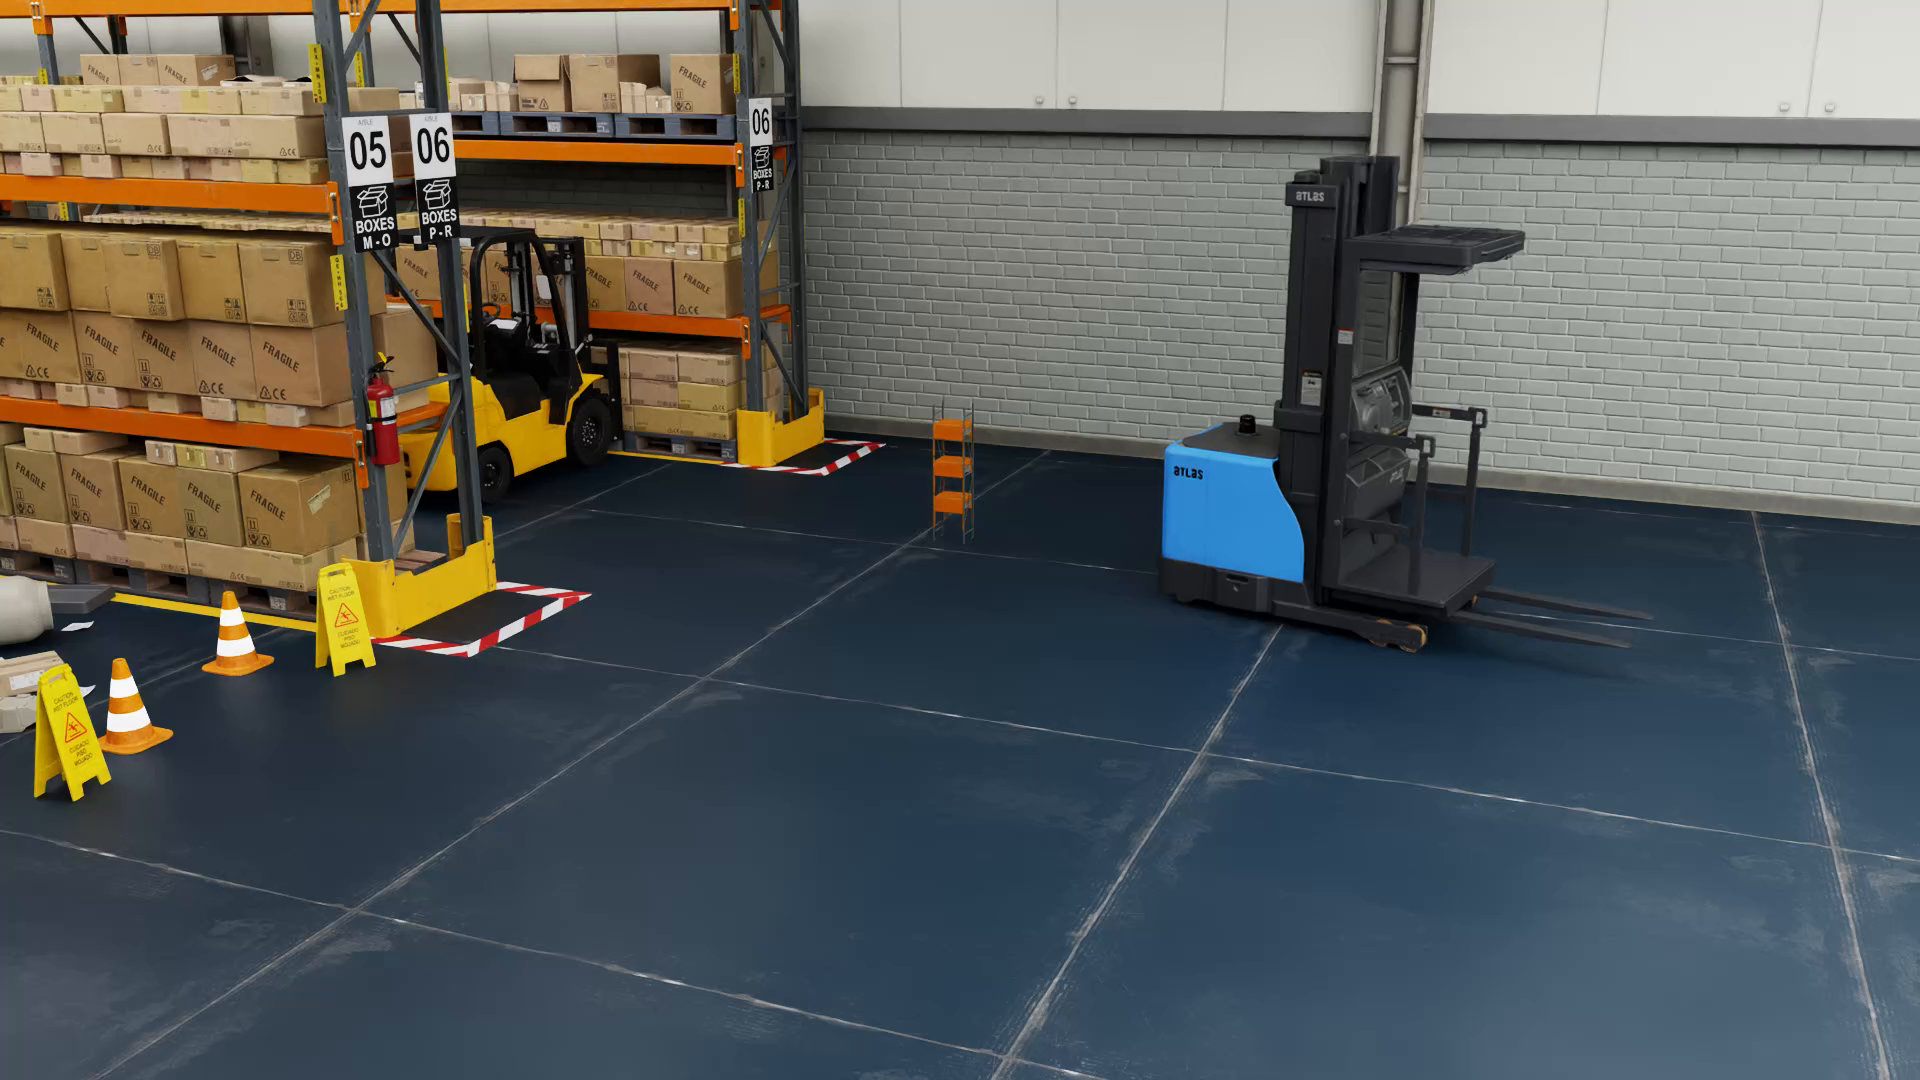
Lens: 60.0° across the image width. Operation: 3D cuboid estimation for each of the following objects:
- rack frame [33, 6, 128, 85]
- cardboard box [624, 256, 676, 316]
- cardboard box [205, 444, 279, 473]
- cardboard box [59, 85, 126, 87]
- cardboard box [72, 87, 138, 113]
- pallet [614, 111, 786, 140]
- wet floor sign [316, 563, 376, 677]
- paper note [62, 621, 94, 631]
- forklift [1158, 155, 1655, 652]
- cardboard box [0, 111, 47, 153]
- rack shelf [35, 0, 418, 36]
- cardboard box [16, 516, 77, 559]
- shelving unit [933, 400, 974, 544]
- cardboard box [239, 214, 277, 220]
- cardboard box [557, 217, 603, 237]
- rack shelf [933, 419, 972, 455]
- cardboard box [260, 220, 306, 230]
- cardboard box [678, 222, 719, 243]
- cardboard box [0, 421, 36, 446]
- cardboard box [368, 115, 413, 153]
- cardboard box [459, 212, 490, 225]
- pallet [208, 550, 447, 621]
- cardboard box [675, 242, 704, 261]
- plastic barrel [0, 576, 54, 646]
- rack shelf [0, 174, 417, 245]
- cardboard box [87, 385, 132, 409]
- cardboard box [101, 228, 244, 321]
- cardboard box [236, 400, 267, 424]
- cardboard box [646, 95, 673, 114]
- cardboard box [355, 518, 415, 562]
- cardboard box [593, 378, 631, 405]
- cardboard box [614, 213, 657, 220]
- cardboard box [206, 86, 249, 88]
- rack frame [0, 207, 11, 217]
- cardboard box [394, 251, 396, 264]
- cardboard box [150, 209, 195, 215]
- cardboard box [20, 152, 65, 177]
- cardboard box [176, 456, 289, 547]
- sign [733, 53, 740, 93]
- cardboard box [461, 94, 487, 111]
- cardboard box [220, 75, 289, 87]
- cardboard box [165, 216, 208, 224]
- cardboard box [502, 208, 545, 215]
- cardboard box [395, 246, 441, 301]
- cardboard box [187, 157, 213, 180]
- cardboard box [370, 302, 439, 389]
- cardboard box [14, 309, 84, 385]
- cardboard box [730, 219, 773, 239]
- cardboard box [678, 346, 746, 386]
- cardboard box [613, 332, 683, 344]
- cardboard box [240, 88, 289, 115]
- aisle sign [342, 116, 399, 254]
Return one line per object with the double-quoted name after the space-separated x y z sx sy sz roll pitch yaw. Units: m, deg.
-9.118 -5.961 17.065 0.127 3.000 1.000 6 17 21 "rack frame"
-2.709 -2.347 15.198 0.500 0.500 0.500 7 18 22 "cardboard box"
-4.701 -0.561 10.895 0.250 0.149 0.380 7 18 22 "cardboard box"
-5.865 -3.007 11.292 0.250 0.149 0.380 6 17 20 "cardboard box"
-5.355 -2.783 10.518 0.250 0.149 0.380 7 18 22 "cardboard box"
-2.324 -3.738 14.949 1.213 0.211 1.003 6 17 21 "pallet"
-3.709 0.454 9.952 0.232 0.644 0.267 14 21 40 "wet floor sign"
-5.687 0.551 10.720 0.148 0.019 0.142 0 16 1 "paper note"
2.846 -0.882 10.454 3.031 2.935 1.130 11 19 33 "forklift"
-5.961 -2.673 10.856 0.500 0.250 0.500 6 17 21 "cardboard box"
-7.257 -5.219 16.516 4.000 0.370 1.077 6 17 21 "rack shelf"
-6.264 -0.082 11.754 0.500 0.250 0.500 7 18 24 "cardboard box"
-0.050 -0.510 12.546 0.252 1.050 0.215 6 17 21 "shelving unit"
-7.306 -3.306 17.339 0.250 0.149 0.380 7 18 22 "cardboard box"
-3.515 -2.901 15.410 0.250 0.149 0.380 7 17 21 "cardboard box"
-0.050 -0.772 12.470 0.240 0.259 0.215 6 17 21 "rack shelf"
-6.765 -3.103 16.640 0.250 0.149 0.380 6 17 19 "cardboard box"
-2.327 -2.763 14.934 0.250 0.149 0.380 6 17 21 "cardboard box"
-6.671 -0.777 11.639 0.250 0.149 0.380 7 17 21 "cardboard box"
-3.864 -2.605 10.623 0.500 0.250 0.500 6 17 20 "cardboard box"
-4.692 -3.036 15.875 0.250 0.149 0.380 6 17 20 "cardboard box"
-4.307 0.266 11.380 1.213 0.211 1.003 6 17 21 "pallet"
-2.350 -2.602 14.913 0.250 0.149 0.380 7 17 22 "cardboard box"
-5.970 0.445 10.381 0.512 0.421 0.421 -9 18 -27 "plastic barrel"
-5.354 -2.273 11.034 4.000 0.370 1.077 6 17 21 "rack shelf"
-5.608 -0.995 11.171 0.250 0.149 0.380 6 17 20 "cardboard box"
-5.029 -1.719 10.710 0.500 0.500 0.700 6 17 20 "cardboard box"
-4.427 -0.865 10.722 0.250 0.149 0.380 6 17 20 "cardboard box"
-2.558 -3.837 14.647 0.250 0.149 0.380 6 17 19 "cardboard box"
-4.142 -0.009 11.503 0.500 0.250 0.500 6 17 20 "cardboard box"
-3.194 -1.453 15.579 0.500 0.250 0.500 6 17 19 "cardboard box"
-3.079 -3.014 15.800 0.250 0.149 0.380 6 17 19 "cardboard box"
-4.671 -2.874 10.834 0.250 0.149 0.380 6 17 20 "cardboard box"
-7.215 -1.383 12.056 0.127 3.000 1.000 6 17 21 "rack frame"
-5.775 -2.957 16.851 0.500 0.250 0.500 6 17 20 "cardboard box"
-8.456 -3.461 17.871 0.250 0.149 0.380 7 18 22 "cardboard box"
-5.847 -2.452 10.811 0.250 0.149 0.380 6 17 20 "cardboard box"
-4.821 -0.282 11.097 0.500 0.500 0.500 7 18 23 "cardboard box"
-1.888 -3.950 14.072 0.005 0.325 0.100 6 17 21 "sign"
-4.376 -4.037 15.336 0.250 0.149 0.380 7 18 22 "cardboard box"
-6.874 -4.407 16.322 0.500 0.311 0.500 6 17 19 "cardboard box"
-7.940 -3.242 17.118 0.250 0.149 0.380 6 17 21 "cardboard box"
-4.264 -3.149 16.265 0.250 0.149 0.380 6 17 20 "cardboard box"
-5.080 -2.605 16.088 0.500 0.500 0.500 6 17 19 "cardboard box"
-4.617 -2.354 10.471 0.250 0.149 0.380 6 17 21 "cardboard box"
-3.832 -1.285 11.006 0.500 0.500 0.500 6 17 20 "cardboard box"
-5.970 -1.356 11.252 0.500 0.500 0.500 6 17 20 "cardboard box"
-1.910 -2.853 15.246 0.250 0.149 0.380 6 17 20 "cardboard box"
-2.219 -1.589 15.152 0.500 0.250 0.500 7 18 22 "cardboard box"
-2.981 -1.825 15.965 0.500 0.250 0.500 6 17 20 "cardboard box"
-4.142 -2.671 10.133 0.250 0.149 0.380 7 17 22 "cardboard box"
-3.542 -2.140 10.003 0.004 0.787 0.394 6 17 21 "aisle sign"
